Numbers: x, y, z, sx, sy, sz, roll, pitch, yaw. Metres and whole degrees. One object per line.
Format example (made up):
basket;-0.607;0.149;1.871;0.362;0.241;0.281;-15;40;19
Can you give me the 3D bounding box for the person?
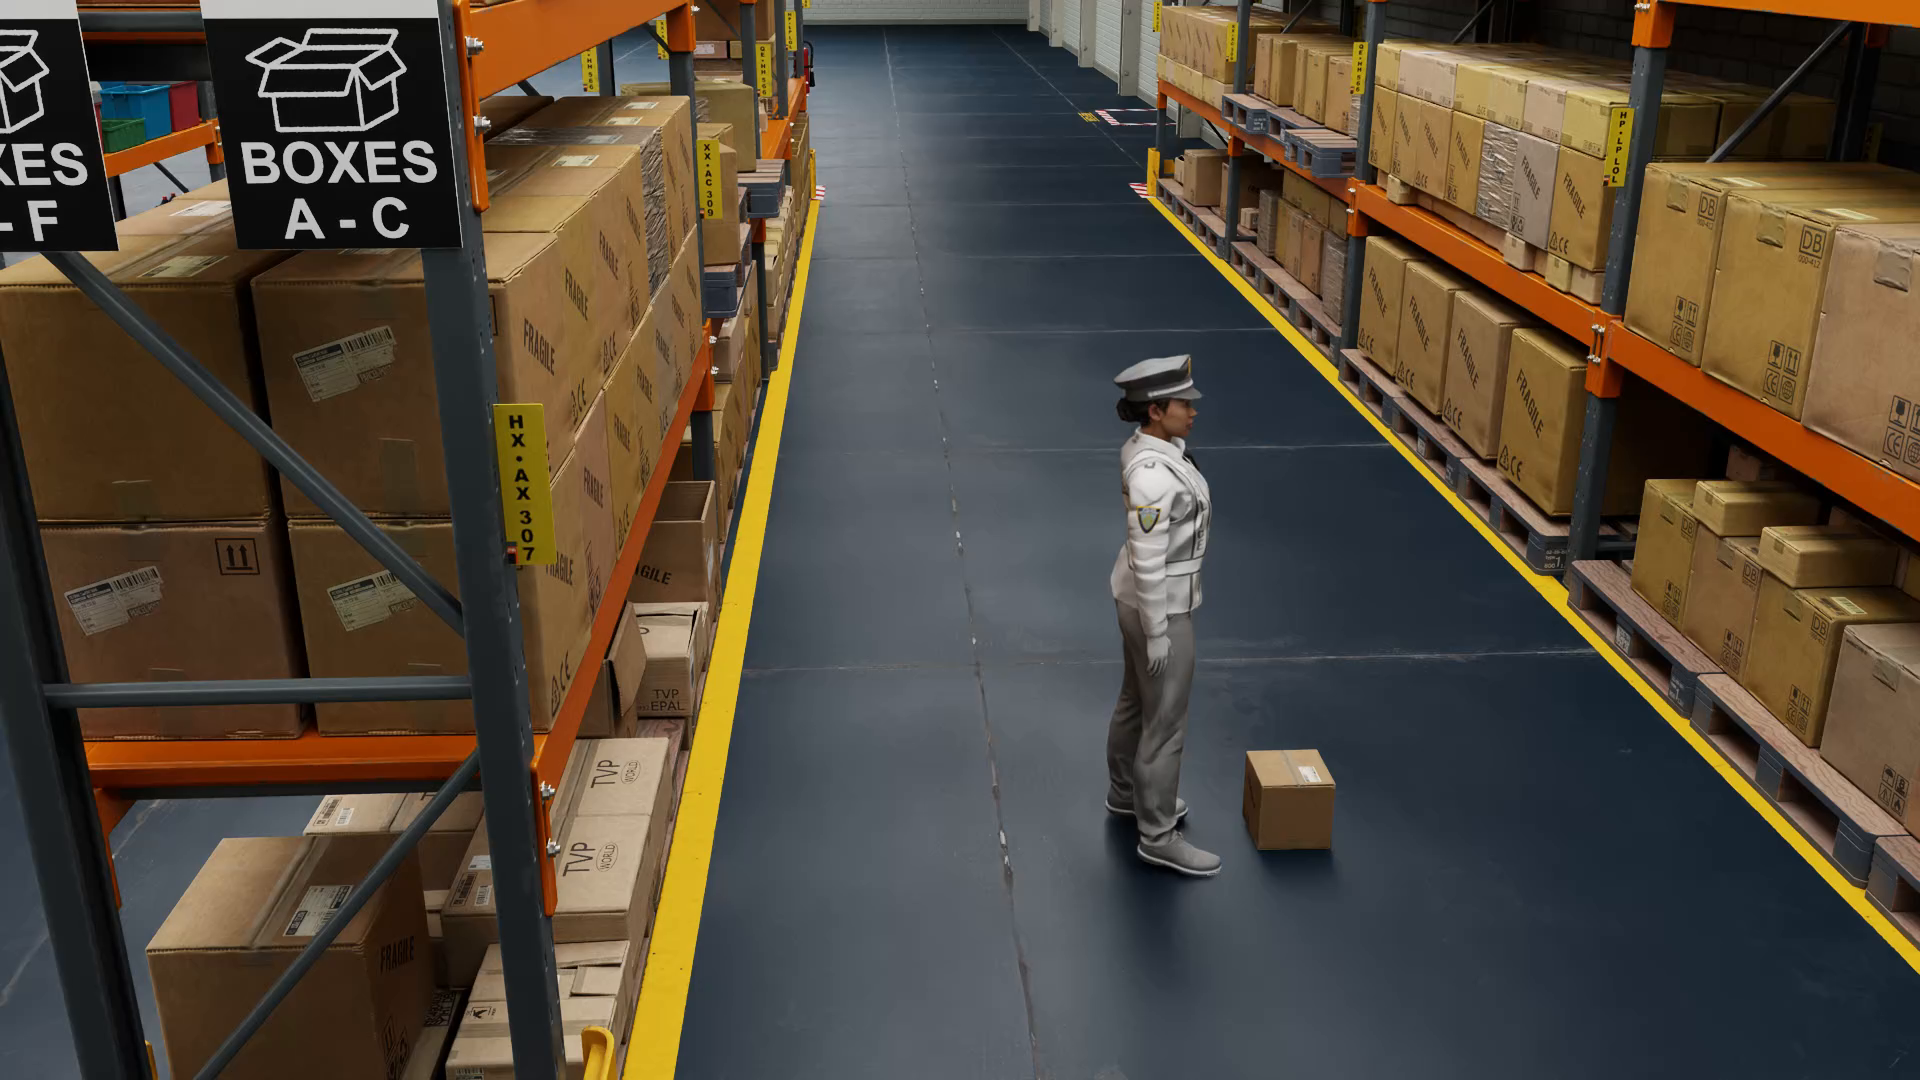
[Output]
person;0.677;0.228;5.418;0.400;1.711;0.500;1;21;2
